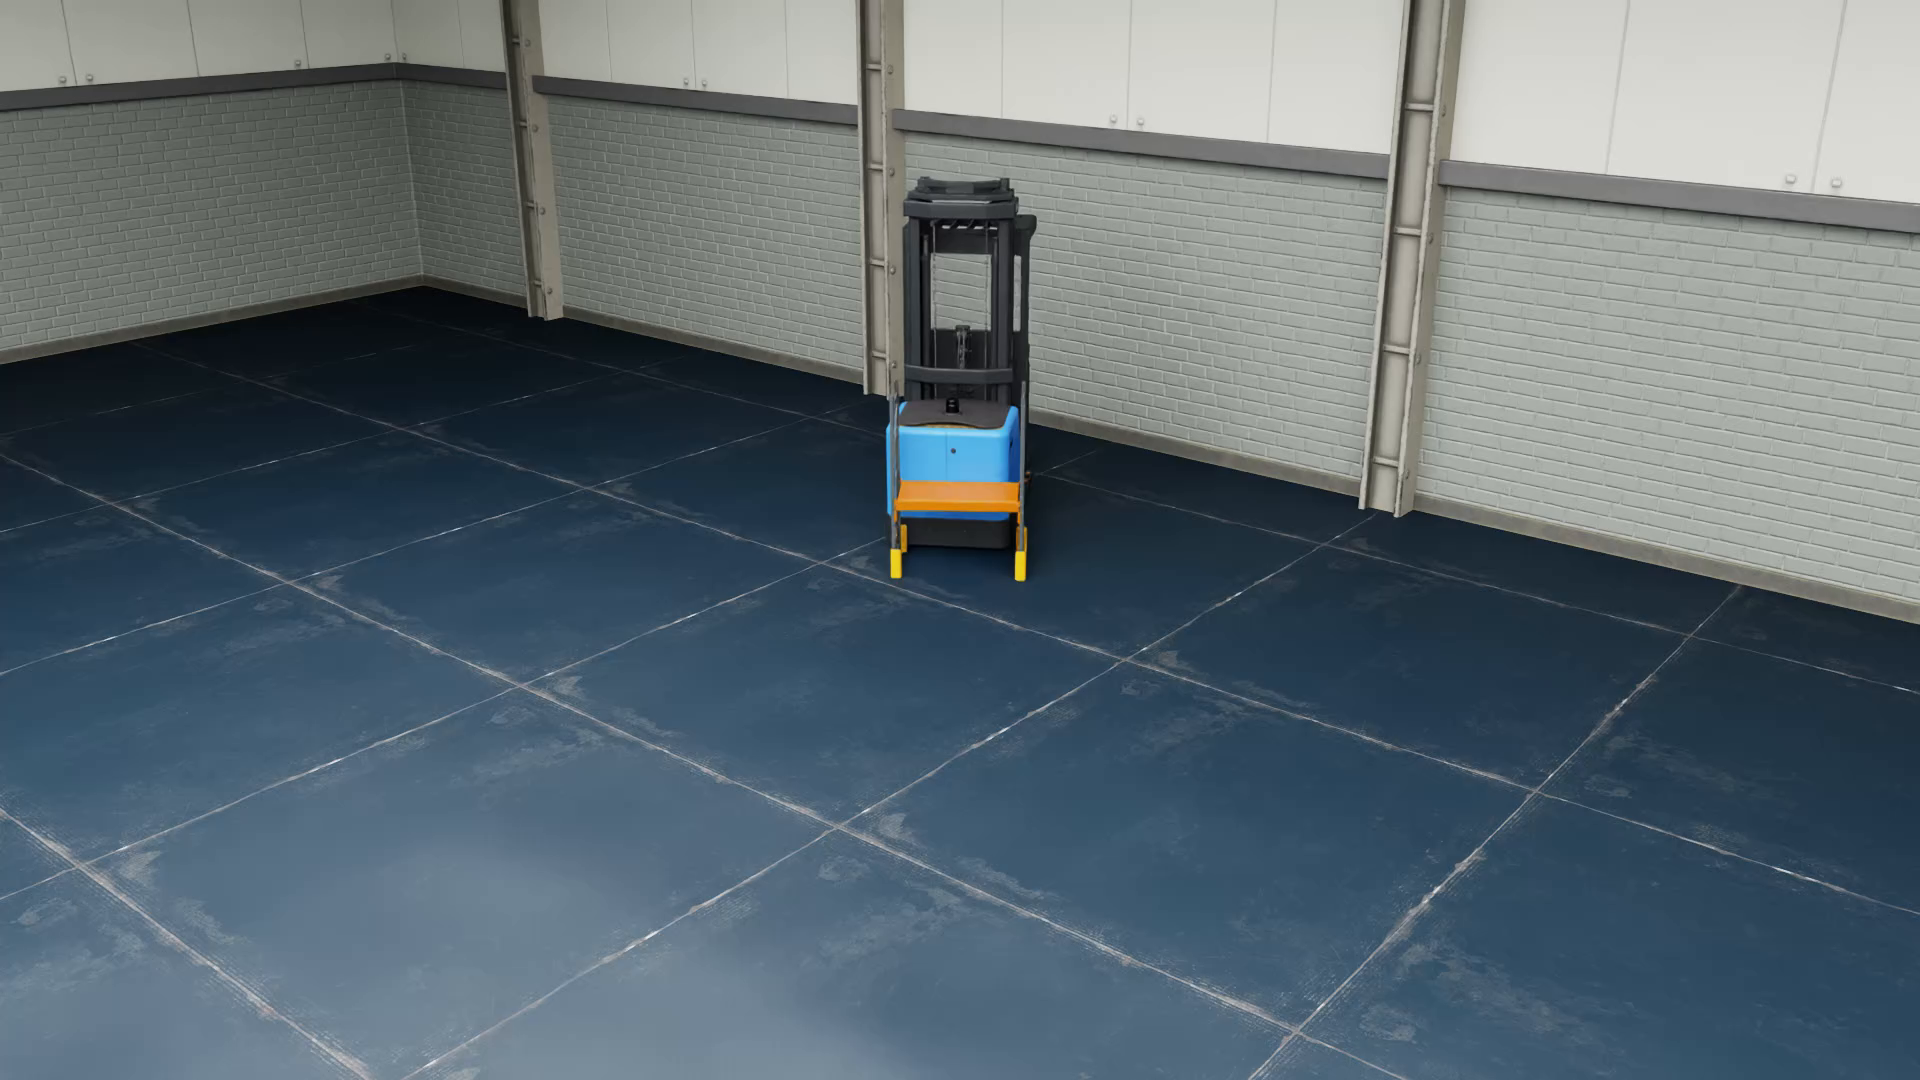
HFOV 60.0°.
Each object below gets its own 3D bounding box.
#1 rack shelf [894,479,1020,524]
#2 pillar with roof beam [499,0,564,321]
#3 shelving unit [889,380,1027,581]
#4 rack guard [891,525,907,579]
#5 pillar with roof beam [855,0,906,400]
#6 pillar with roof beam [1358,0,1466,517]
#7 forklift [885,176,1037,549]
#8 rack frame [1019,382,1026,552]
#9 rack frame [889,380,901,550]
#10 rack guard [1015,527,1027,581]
[{"bbox_3d":[-0.011,-0.314,13.389,1.000,0.185,0.538,1,21,3],"label":"rack shelf"},{"bbox_3d":[-8.195,-5.995,17.315,0.400,9.000,9.100,16,26,36],"label":"pillar with roof beam"},{"bbox_3d":[-0.002,-0.483,13.325,1.083,1.500,0.587,1,21,3],"label":"shelving unit"},{"bbox_3d":[-0.499,0.094,13.568,0.087,0.250,0.587,1,21,3],"label":"rack guard"},{"bbox_3d":[-3.546,-4.657,13.765,0.400,9.000,9.100,16,26,36],"label":"pillar with roof beam"},{"bbox_3d":[1.102,-3.318,10.216,0.400,9.000,9.100,16,26,36],"label":"pillar with roof beam"},{"bbox_3d":[0.084,-1.781,14.741,1.130,2.935,3.031,3,21,7],"label":"forklift"},{"bbox_3d":[0.497,-0.474,13.302,0.032,1.500,0.500,1,21,3],"label":"rack frame"},{"bbox_3d":[-0.519,-0.492,13.348,0.032,1.500,0.500,1,21,3],"label":"rack frame"},{"bbox_3d":[0.496,0.111,13.523,0.087,0.250,0.587,1,21,3],"label":"rack guard"}]
